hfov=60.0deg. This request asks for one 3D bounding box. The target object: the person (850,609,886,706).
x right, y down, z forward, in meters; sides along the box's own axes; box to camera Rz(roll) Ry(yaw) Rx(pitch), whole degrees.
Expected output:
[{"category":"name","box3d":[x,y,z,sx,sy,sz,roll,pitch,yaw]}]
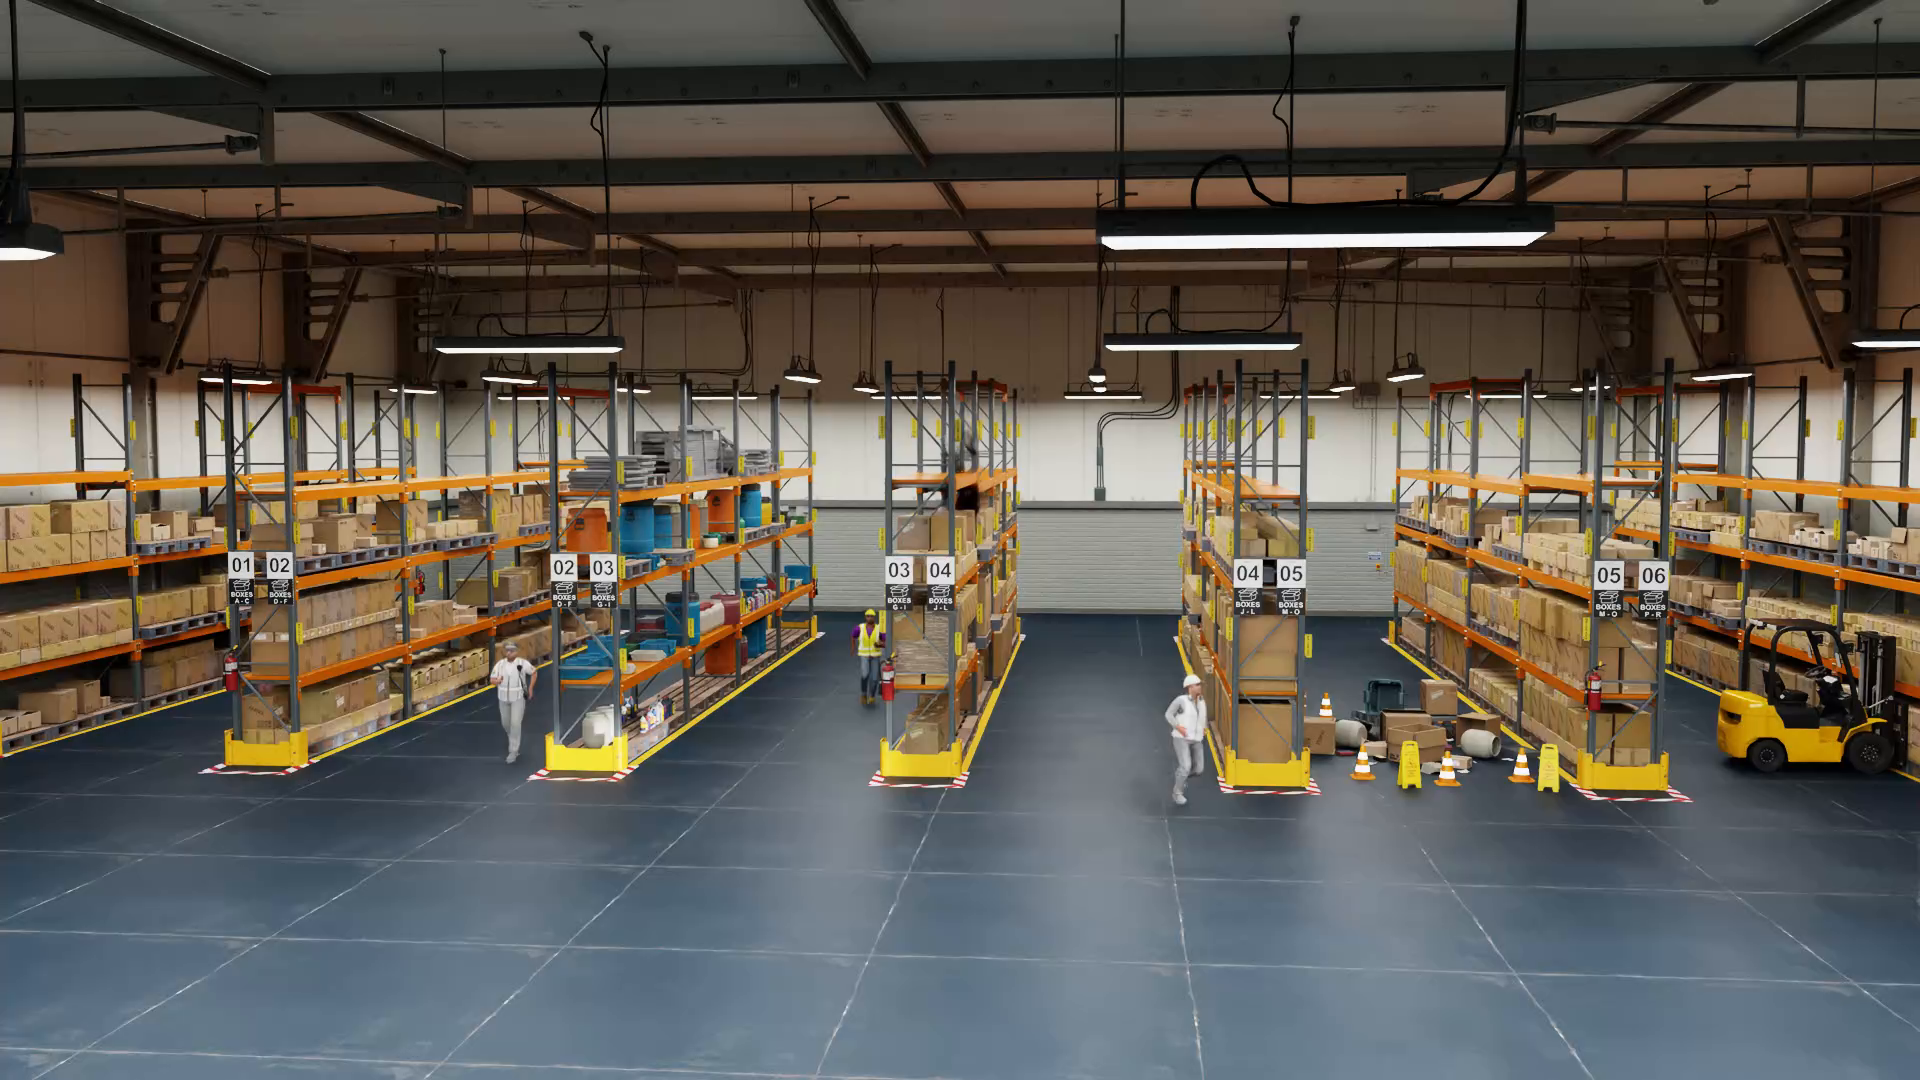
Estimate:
[{"category":"person","box3d":[-1.647,2.133,30.240,0.675,1.759,0.688,0,4,-6]}]

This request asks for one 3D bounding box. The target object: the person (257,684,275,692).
[{"category":"person","box3d":[-11.957,2.301,28.776,0.610,1.630,0.569,0,4,3]}]

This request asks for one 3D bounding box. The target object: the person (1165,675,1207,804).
[{"category":"person","box3d":[3.104,2.679,22.636,0.673,1.703,0.607,-2,4,-26]}]

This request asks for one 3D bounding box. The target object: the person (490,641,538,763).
[{"category":"person","box3d":[-6.835,2.424,25.382,0.656,1.788,0.965,0,4,3]}]
